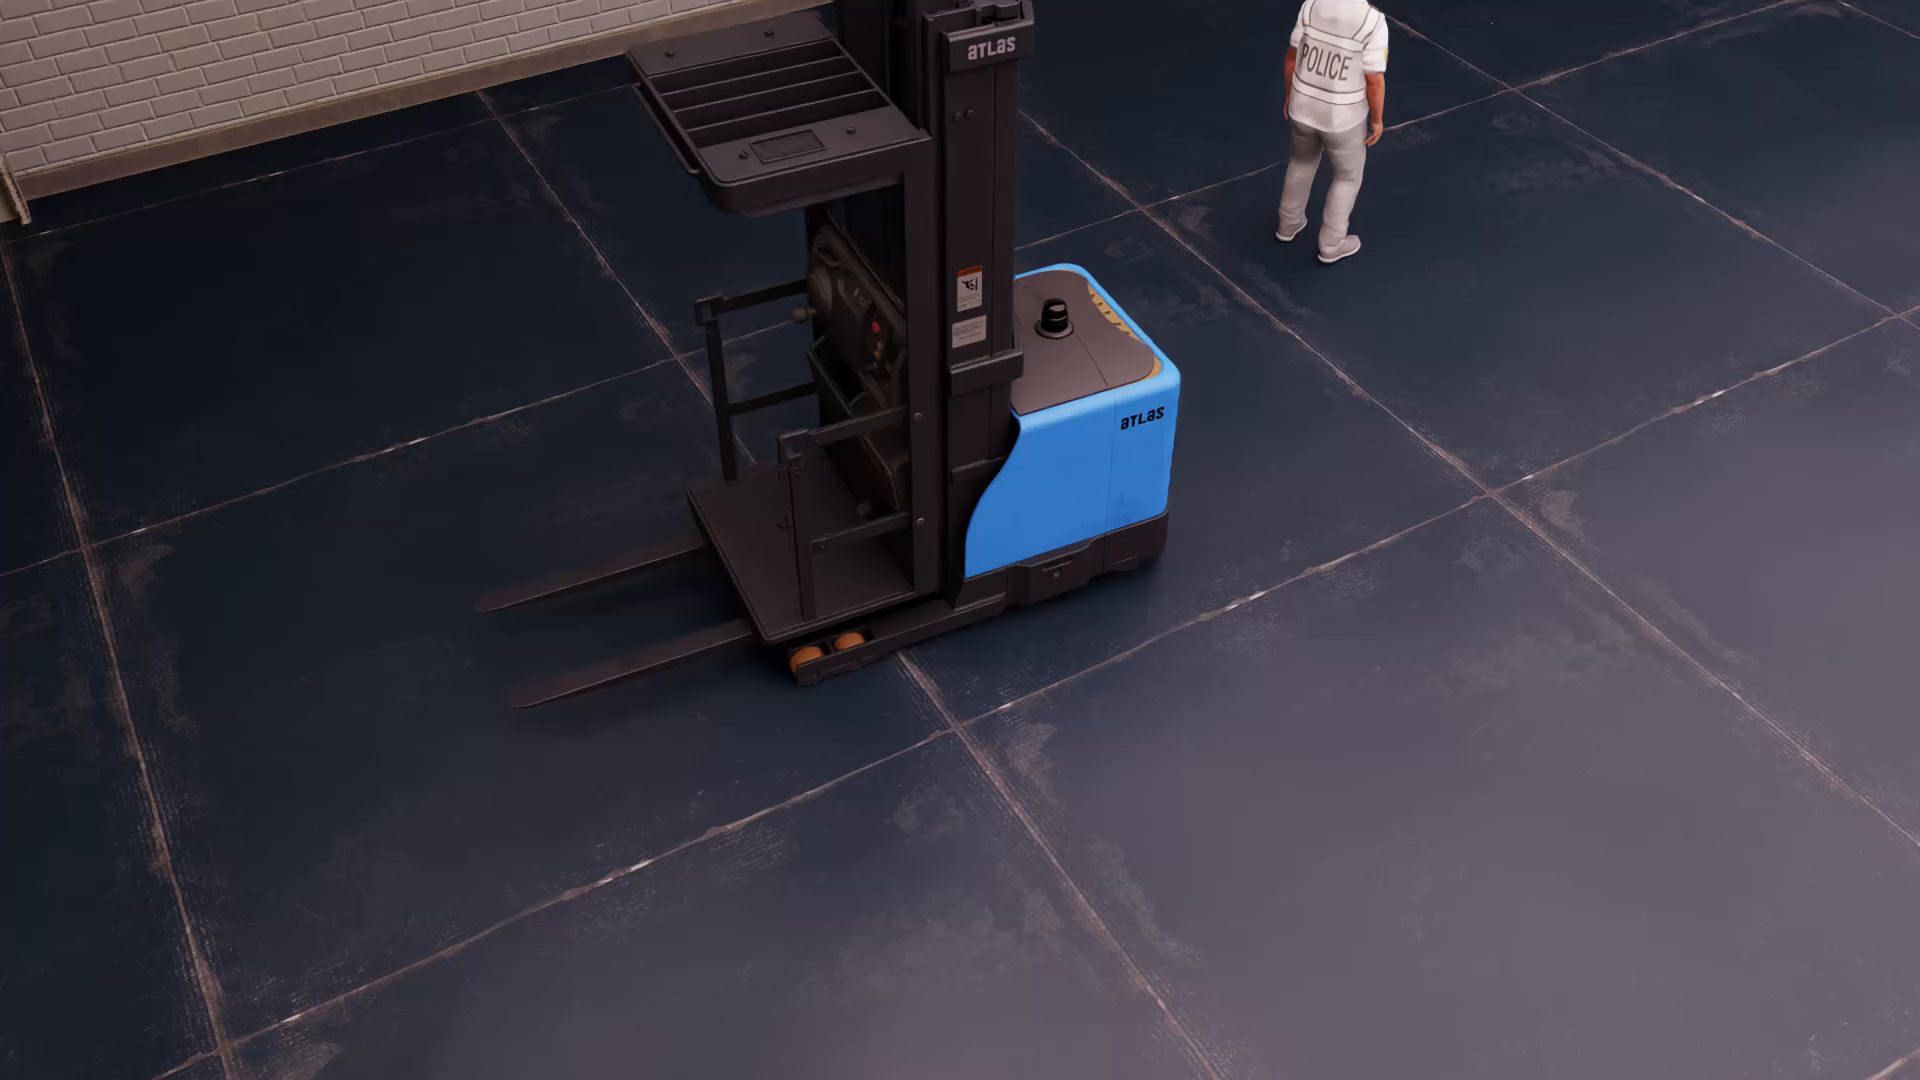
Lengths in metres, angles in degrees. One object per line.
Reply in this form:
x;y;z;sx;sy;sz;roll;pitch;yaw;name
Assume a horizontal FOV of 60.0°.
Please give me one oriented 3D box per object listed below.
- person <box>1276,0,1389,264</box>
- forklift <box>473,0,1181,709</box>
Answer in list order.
2.042;-2.364;9.123;0.591;1.754;0.457;29;50;28;person
-0.604;-0.865;6.630;3.031;2.935;1.130;-18;46;-18;forklift
